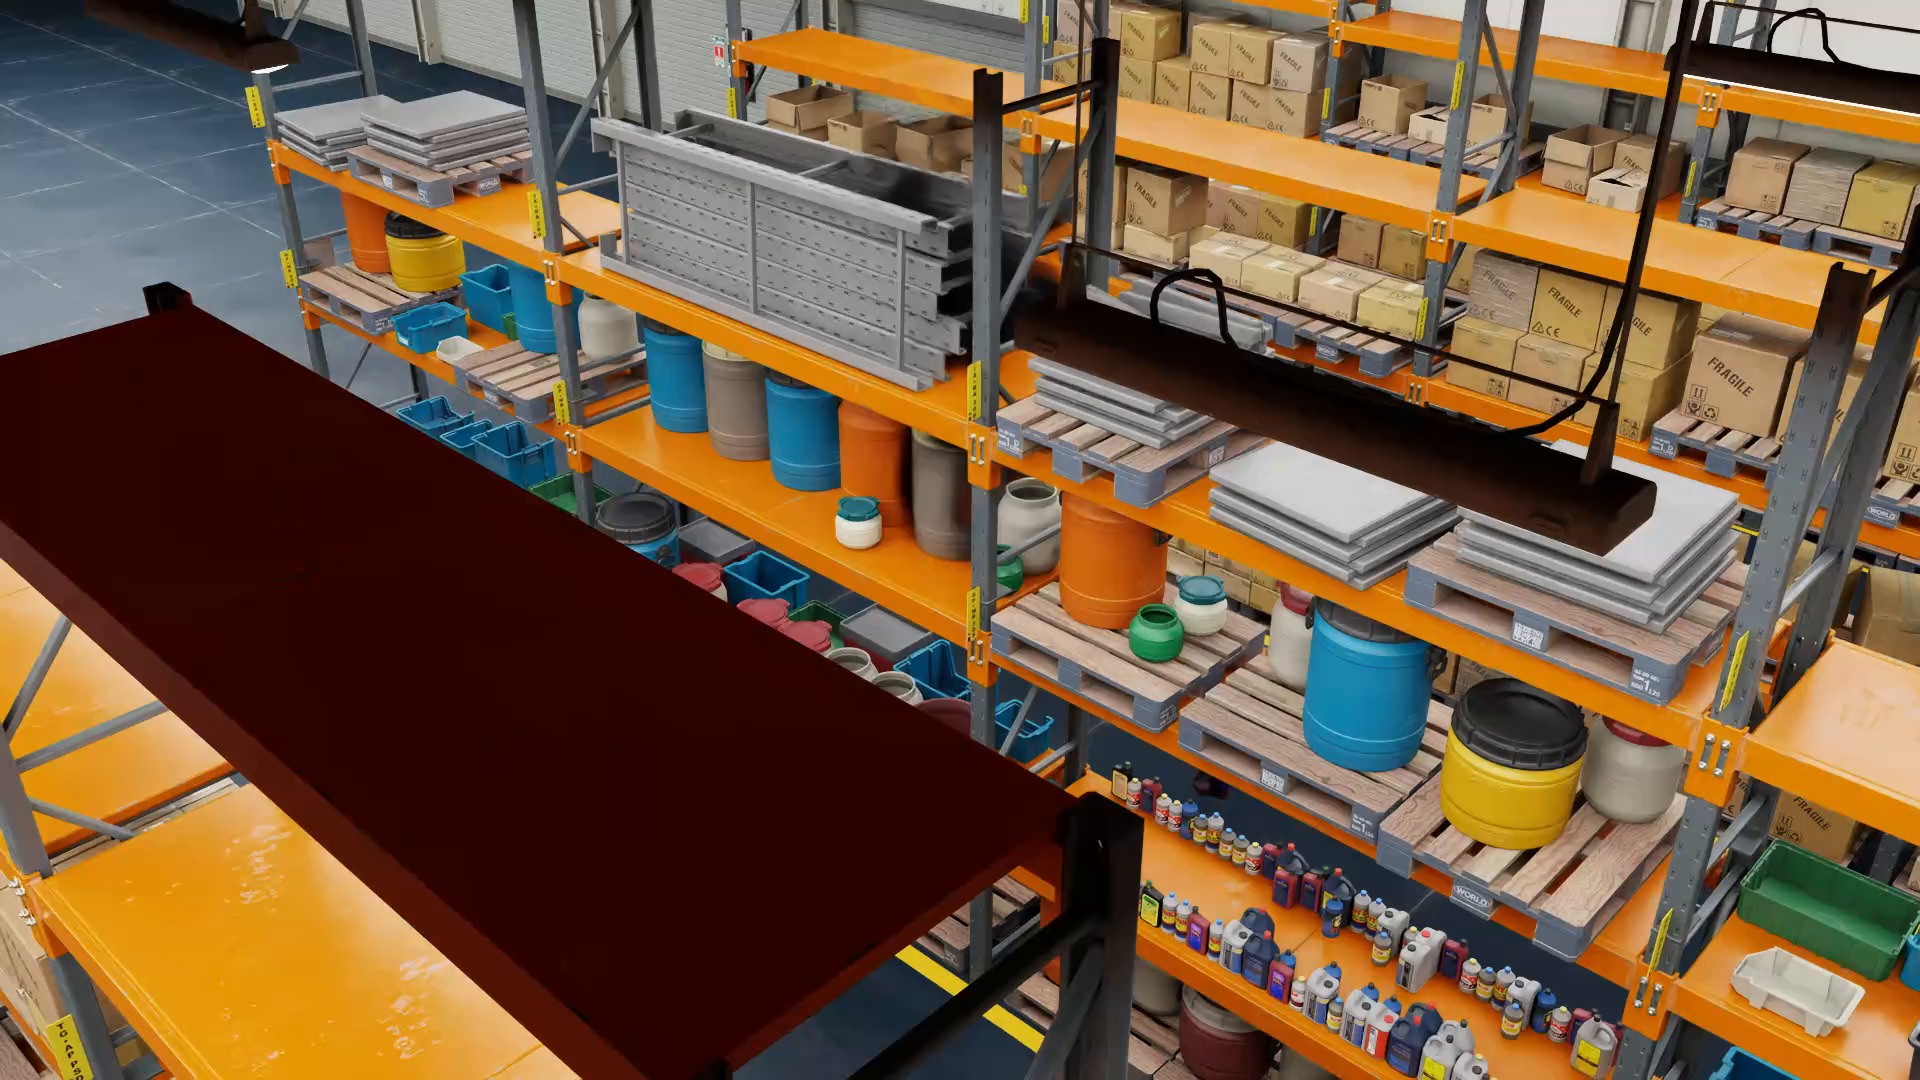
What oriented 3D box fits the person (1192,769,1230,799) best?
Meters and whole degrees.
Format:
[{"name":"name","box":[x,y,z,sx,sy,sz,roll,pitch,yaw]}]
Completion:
[{"name":"person","box":[1.740,1.124,12.033,0.637,1.692,0.564,19,34,30]}]
